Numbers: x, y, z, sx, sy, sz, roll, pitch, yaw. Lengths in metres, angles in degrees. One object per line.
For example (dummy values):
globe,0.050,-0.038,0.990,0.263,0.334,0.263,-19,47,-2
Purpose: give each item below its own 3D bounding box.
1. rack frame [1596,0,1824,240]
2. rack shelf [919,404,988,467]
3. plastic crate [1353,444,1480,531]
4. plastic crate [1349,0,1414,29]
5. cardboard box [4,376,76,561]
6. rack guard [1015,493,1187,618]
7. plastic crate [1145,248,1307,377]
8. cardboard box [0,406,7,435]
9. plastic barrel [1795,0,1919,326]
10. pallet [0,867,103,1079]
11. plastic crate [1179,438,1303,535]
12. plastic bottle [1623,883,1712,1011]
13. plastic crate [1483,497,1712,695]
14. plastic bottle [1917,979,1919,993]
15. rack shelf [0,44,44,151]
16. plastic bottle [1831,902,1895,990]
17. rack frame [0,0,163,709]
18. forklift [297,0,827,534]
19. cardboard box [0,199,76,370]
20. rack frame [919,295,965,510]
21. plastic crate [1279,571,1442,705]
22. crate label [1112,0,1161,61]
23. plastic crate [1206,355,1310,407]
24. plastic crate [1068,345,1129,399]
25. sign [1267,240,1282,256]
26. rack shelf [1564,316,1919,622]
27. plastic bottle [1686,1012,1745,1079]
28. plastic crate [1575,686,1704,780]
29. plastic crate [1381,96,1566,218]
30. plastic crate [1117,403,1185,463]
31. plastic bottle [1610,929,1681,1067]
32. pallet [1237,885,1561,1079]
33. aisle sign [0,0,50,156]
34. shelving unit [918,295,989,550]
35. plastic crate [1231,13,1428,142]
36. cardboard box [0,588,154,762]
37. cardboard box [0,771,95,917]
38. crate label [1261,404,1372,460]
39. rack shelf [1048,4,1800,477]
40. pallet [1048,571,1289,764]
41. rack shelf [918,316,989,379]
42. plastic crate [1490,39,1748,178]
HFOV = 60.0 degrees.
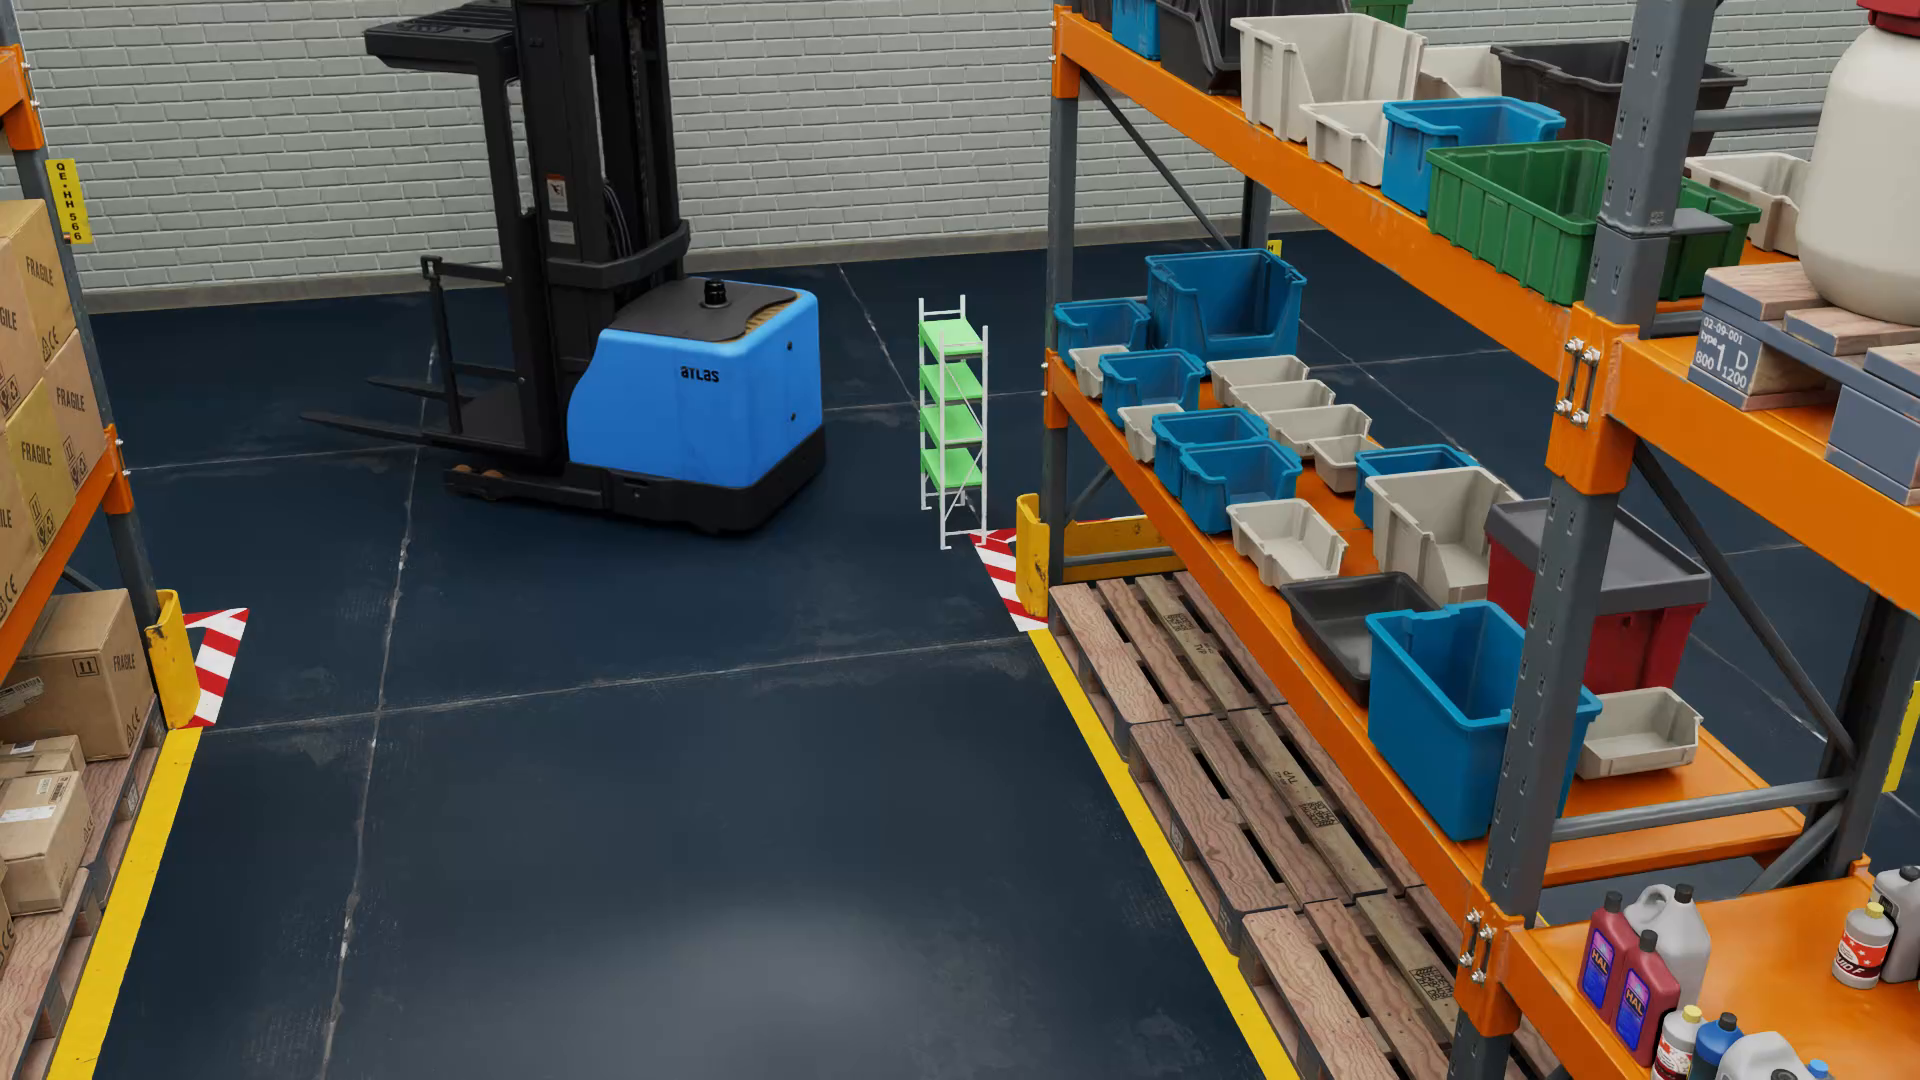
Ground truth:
rack frame,1.789,-2.006,2.738,1.000,3.000,0.127,-6,27,-12
rack shelf,-0.037,-0.551,8.652,0.258,0.148,0.480,-6,27,-12
plastic crate,1.600,-0.160,5.858,0.416,0.233,0.300,-6,27,-12
plastic crate,1.388,-1.924,6.140,0.450,0.188,0.336,-6,27,-12
cardboard box,-3.452,-0.231,5.767,0.500,0.500,0.500,-6,27,-11
rack guard,0.870,0.023,8.150,1.175,0.500,0.348,-6,27,-12
plastic crate,1.145,-0.998,7.293,0.616,0.435,0.499,-6,27,-12
cardboard box,-3.335,-0.457,5.106,0.500,0.500,0.500,-5,27,-10
plastic barrel,1.664,-0.659,2.780,0.433,0.535,0.433,0,27,0
pallet,-3.470,1.580,5.385,1.003,0.211,1.213,-6,27,-12
plastic crate,0.987,-0.184,5.906,0.416,0.233,0.300,-6,27,-12
plastic bottle,1.562,0.899,3.694,0.144,0.351,0.185,-6,27,-12
plastic crate,1.832,0.199,4.889,0.402,0.464,0.583,-6,27,-12
plastic bottle,2.246,0.949,3.761,0.097,0.201,0.097,0,27,0
rack shelf,-3.488,-0.723,4.322,1.077,0.370,4.000,-6,27,-12
plastic bottle,2.076,0.922,3.815,0.097,0.201,0.097,0,27,0
rack frame,-3.939,-0.583,6.575,1.000,3.000,0.127,-6,27,-12
forklift,-2.332,-1.738,8.940,3.031,2.935,1.130,9,28,18
cardboard box,-3.571,-0.906,5.996,0.500,0.500,0.500,-6,27,-12
rack frame,-0.092,-0.715,8.836,0.240,1.200,0.015,-6,27,-12
plastic crate,1.275,0.304,5.057,0.437,0.125,0.590,-6,27,-12
crate label,0.781,-1.919,6.059,0.408,0.251,0.502,-6,27,-12
plastic crate,1.248,-0.653,6.942,0.396,0.136,0.243,-6,27,-12
plastic crate,0.614,-0.702,7.038,0.250,0.136,0.298,-6,27,-12
sign,1.420,-1.220,7.657,0.100,0.325,0.005,-6,27,-12
rack shelf,2.240,0.532,1.836,1.077,0.370,4.000,-6,27,-12
plastic bottle,1.552,1.084,3.416,0.097,0.271,0.097,0,27,0
plastic crate,1.824,0.544,4.569,0.396,0.136,0.243,-6,27,-12
plastic crate,1.273,-0.960,4.179,0.416,0.233,0.300,-6,27,-12
plastic crate,0.767,-0.404,6.448,0.250,0.136,0.298,-6,27,-12
plastic bottle,1.486,0.987,3.595,0.061,0.283,0.133,-6,27,-12
pallet,1.586,1.598,5.350,1.003,0.211,1.213,-6,27,-12
aisle sign,-3.656,-1.804,6.111,0.394,0.787,0.004,-6,27,-12
shelving unit,-0.037,-0.608,8.624,0.258,1.200,0.503,-6,27,-12
plastic crate,1.087,-1.366,4.930,0.437,0.282,0.530,-6,27,-12
cardboard box,-3.576,0.551,6.616,0.500,0.500,0.500,-6,27,-12
cardboard box,-3.392,1.082,5.840,0.500,0.250,0.500,-6,27,-12
crate label,1.386,-0.405,6.449,0.396,0.136,0.243,-6,27,-12
rack shelf,1.339,-1.224,5.315,1.077,0.370,4.000,-6,27,-12
pallet,1.036,0.527,7.472,1.003,0.211,1.213,-6,27,-12
rack shelf,-0.037,-0.980,8.436,0.258,0.148,0.480,-6,27,-12
plastic crate,1.776,-1.182,4.579,0.497,0.269,0.590,-6,27,-12
